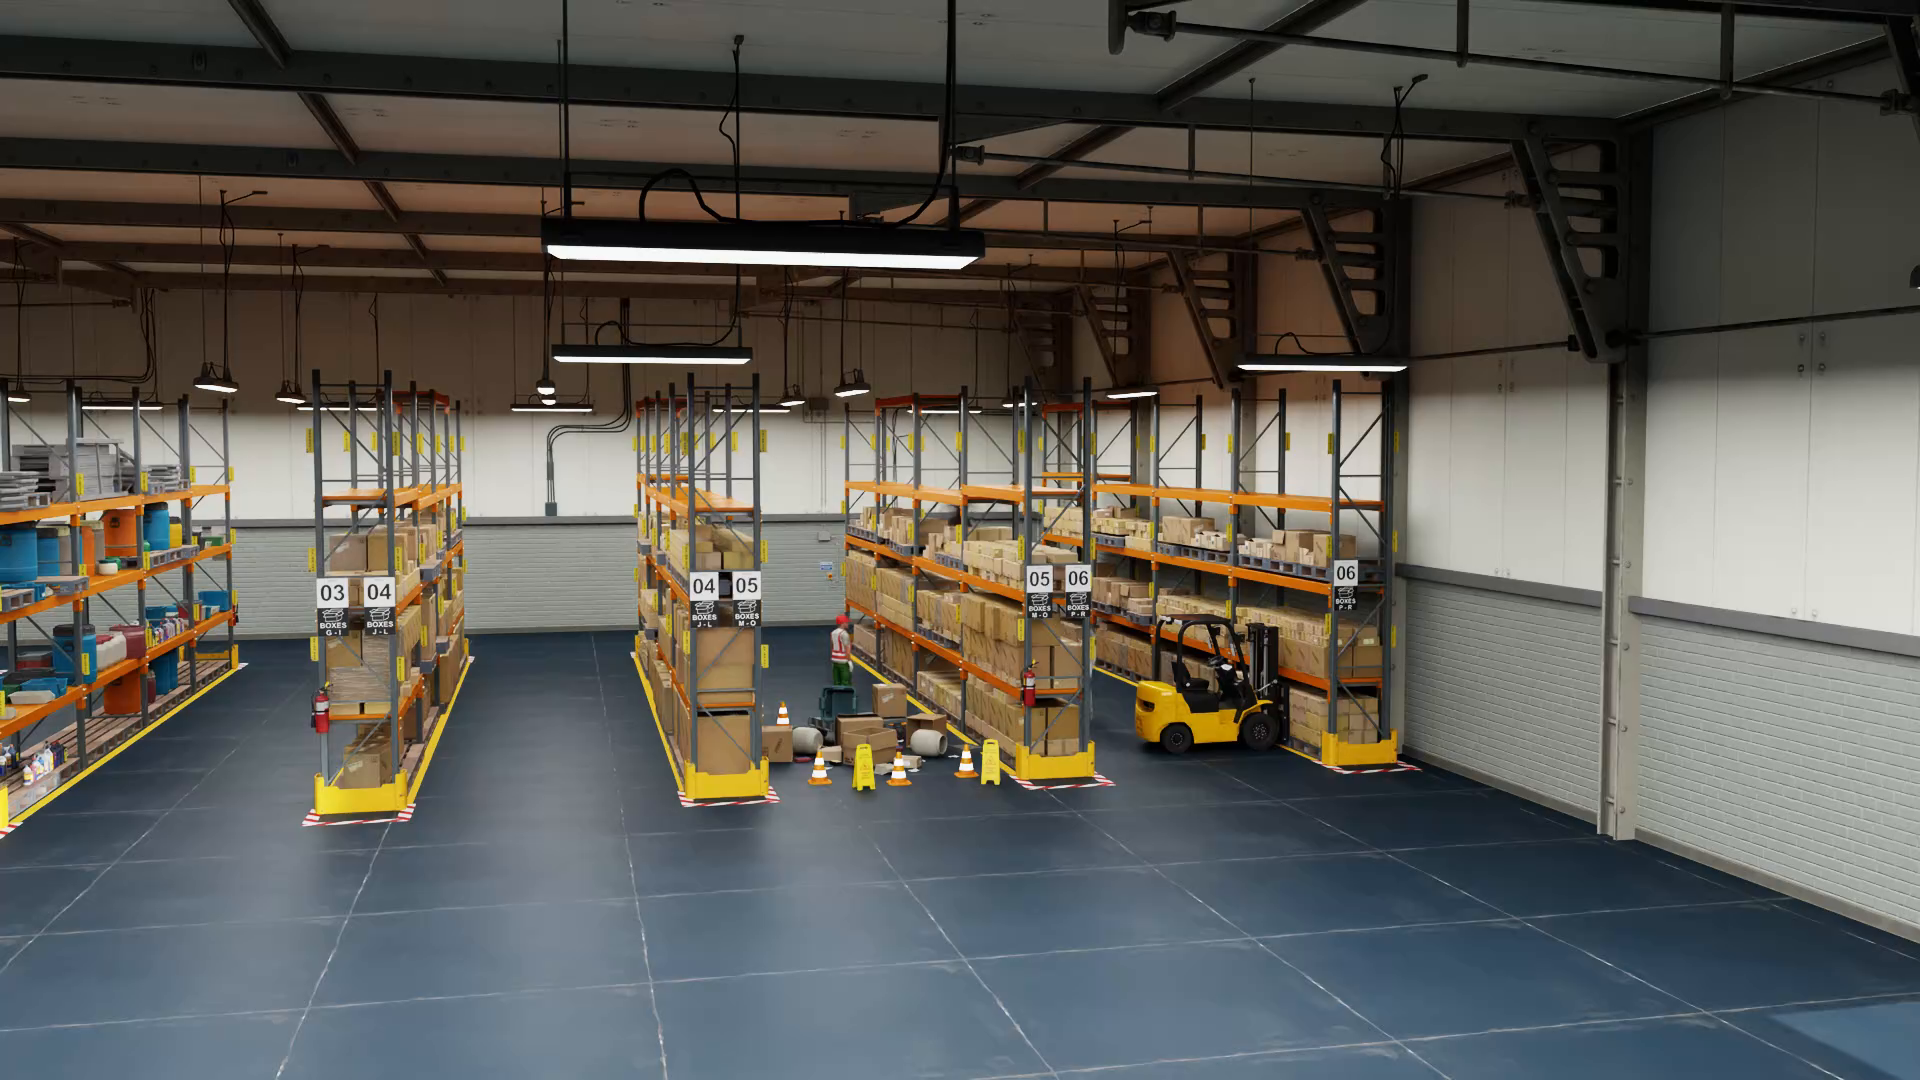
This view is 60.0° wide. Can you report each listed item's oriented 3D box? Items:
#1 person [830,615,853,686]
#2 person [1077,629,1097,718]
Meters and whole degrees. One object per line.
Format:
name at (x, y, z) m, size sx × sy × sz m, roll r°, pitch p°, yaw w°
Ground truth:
person at (-2.181, 2.297, 31.187) m, size 0.412 × 1.794 × 0.617 m, roll -3°, pitch 4°, yaw -39°
person at (2.182, 2.417, 30.239) m, size 0.573 × 1.701 × 0.732 m, roll -1°, pitch 3°, yaw -17°
